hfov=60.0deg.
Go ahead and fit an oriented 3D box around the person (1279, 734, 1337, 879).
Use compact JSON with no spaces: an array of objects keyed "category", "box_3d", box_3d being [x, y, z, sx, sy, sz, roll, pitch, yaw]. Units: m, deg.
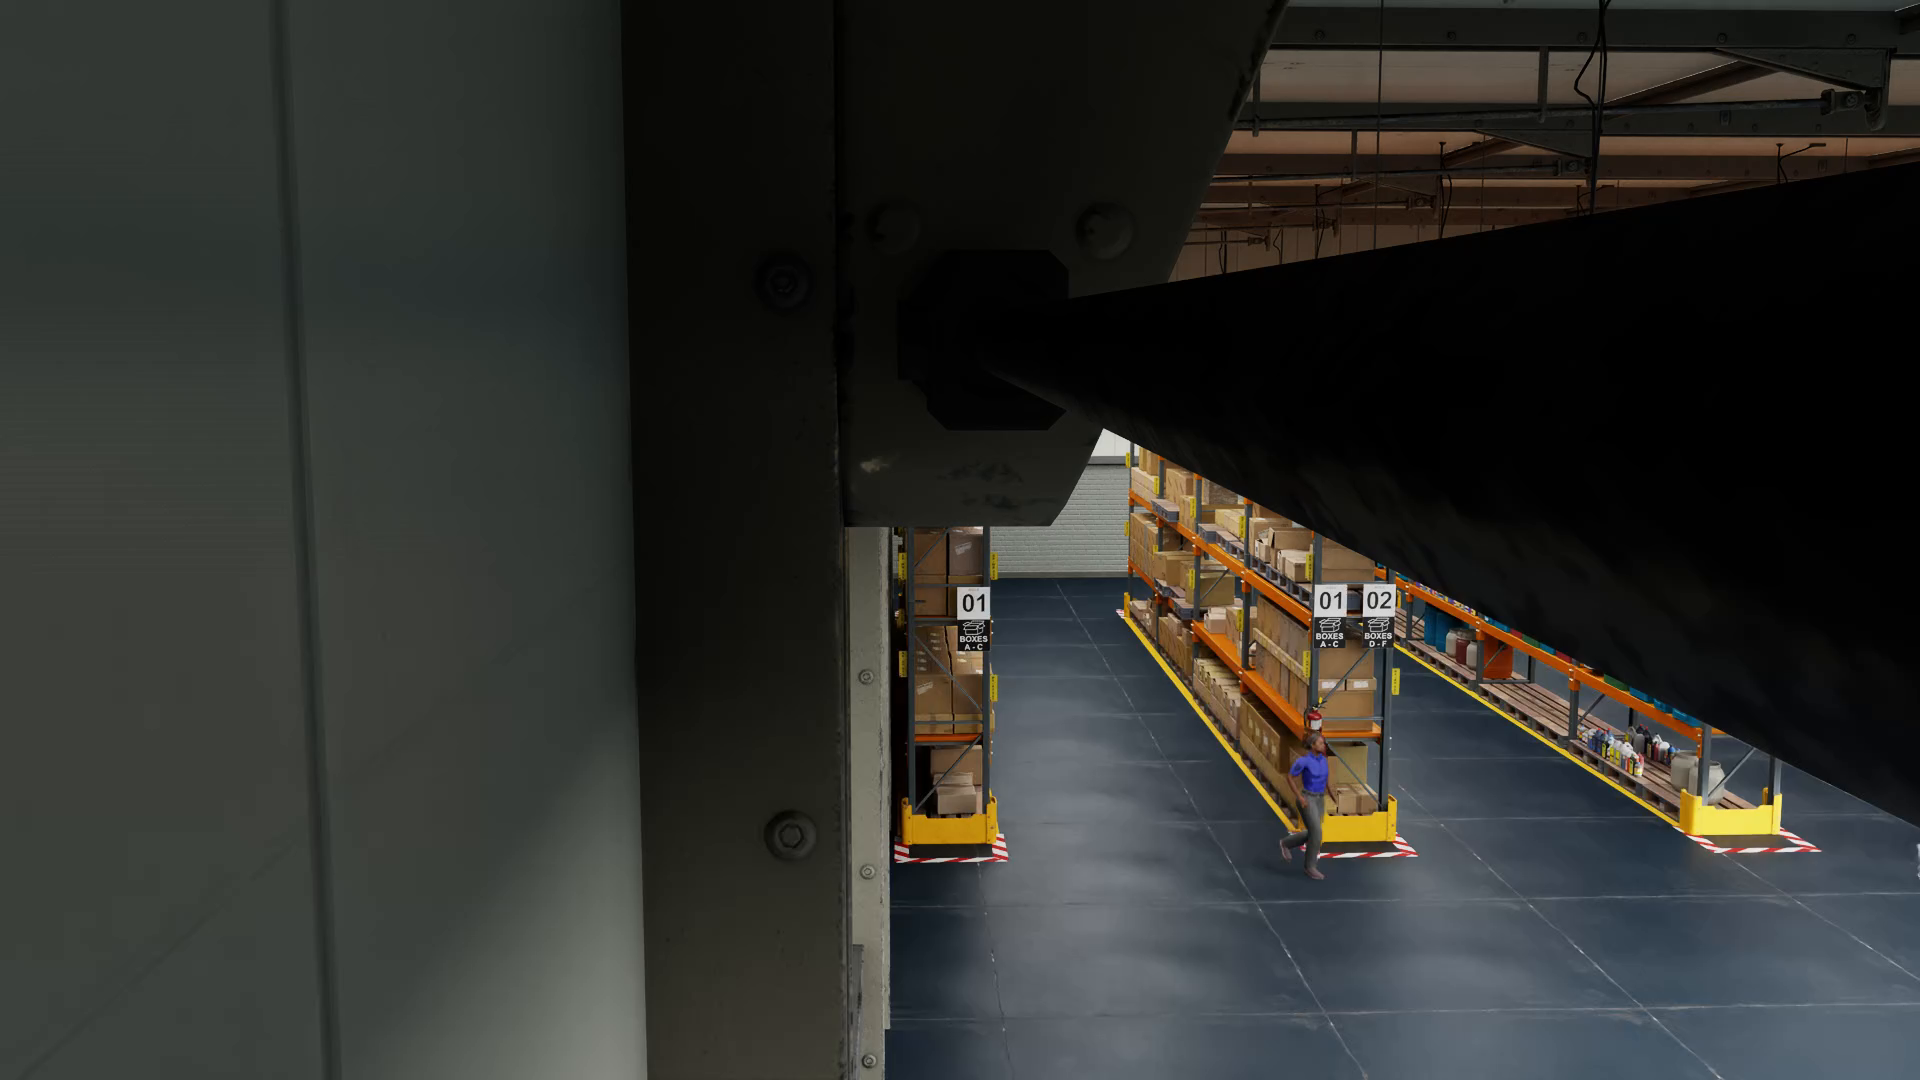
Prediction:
[{"category":"person","box_3d":[4.067,3.067,19.407,0.617,1.635,0.681,-7,10,-42]}]
